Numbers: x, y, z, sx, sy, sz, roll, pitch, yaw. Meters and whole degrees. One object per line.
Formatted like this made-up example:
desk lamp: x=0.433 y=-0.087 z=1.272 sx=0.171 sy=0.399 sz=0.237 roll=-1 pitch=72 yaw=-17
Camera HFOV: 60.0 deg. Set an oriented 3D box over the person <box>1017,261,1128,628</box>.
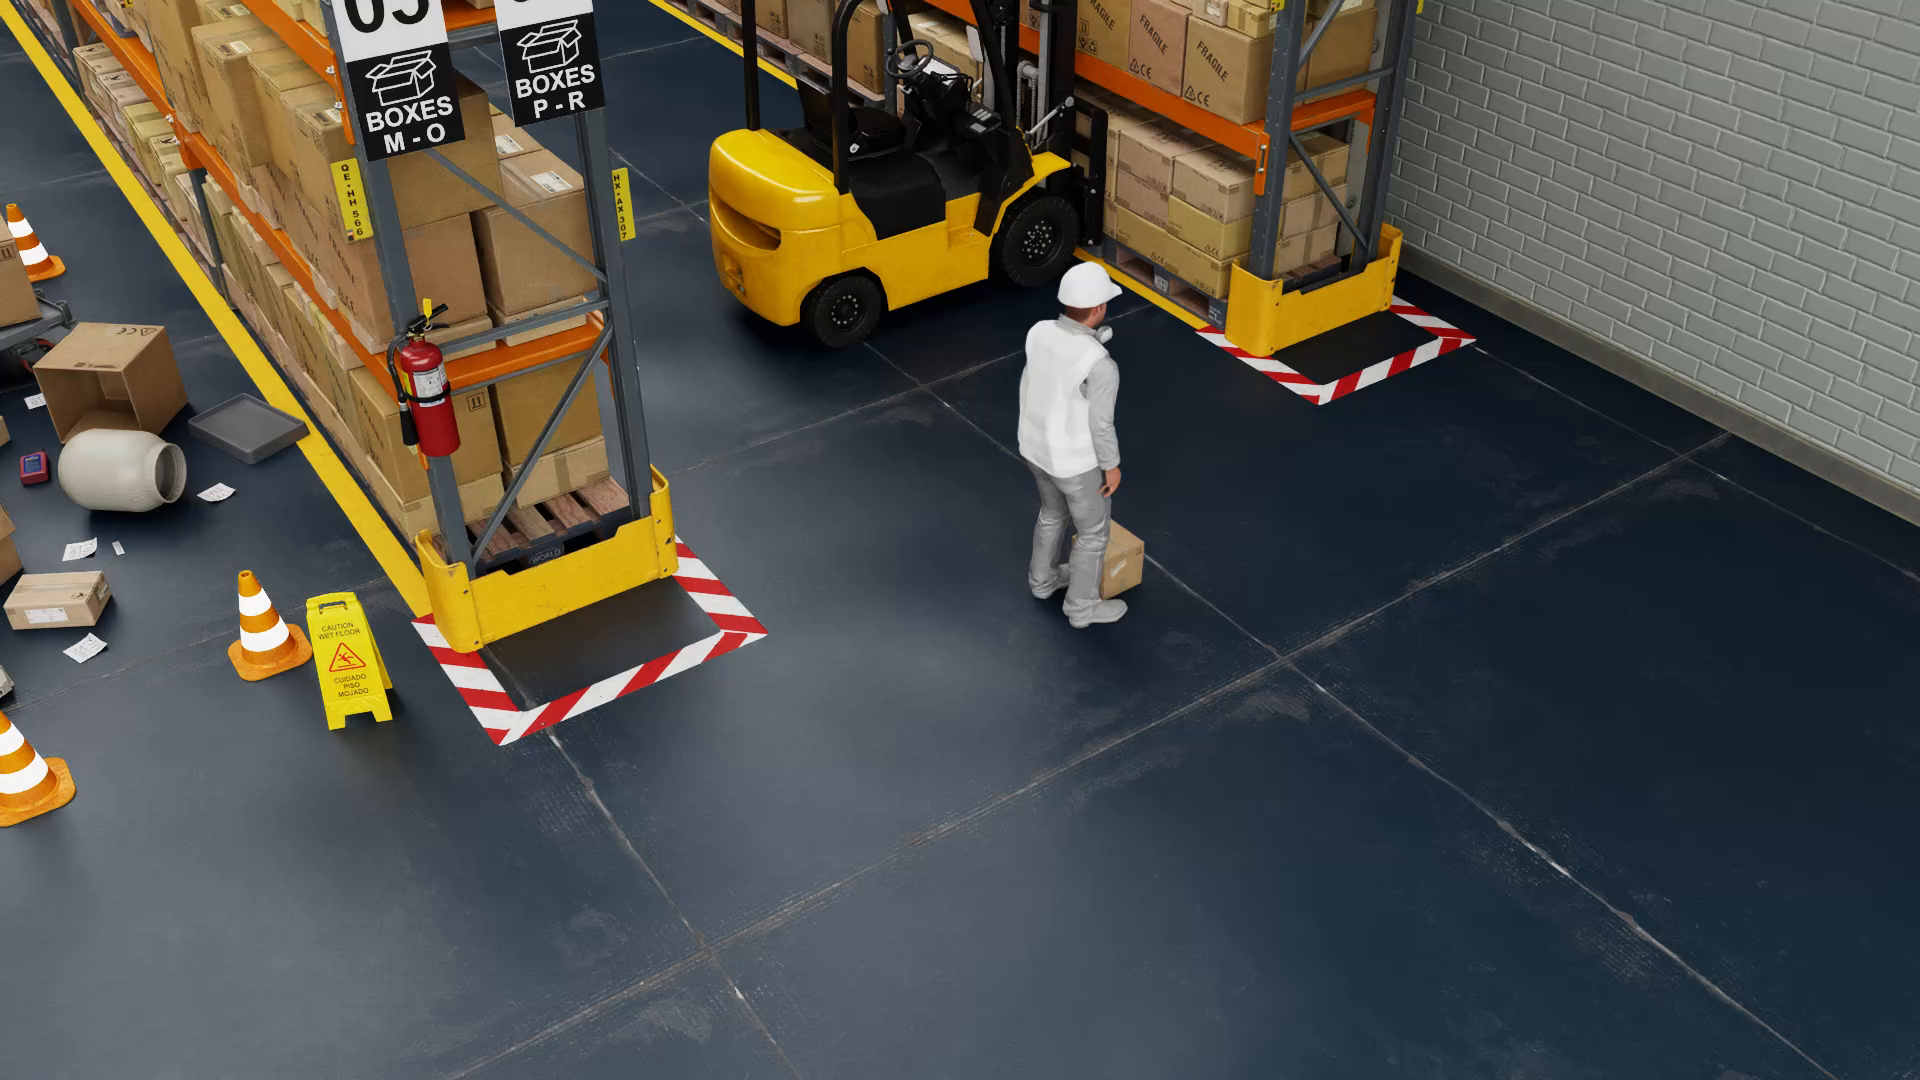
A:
person: x=0.505 y=-0.427 z=7.566 sx=0.464 sy=1.770 sz=0.587 roll=-25 pitch=43 yaw=-30
